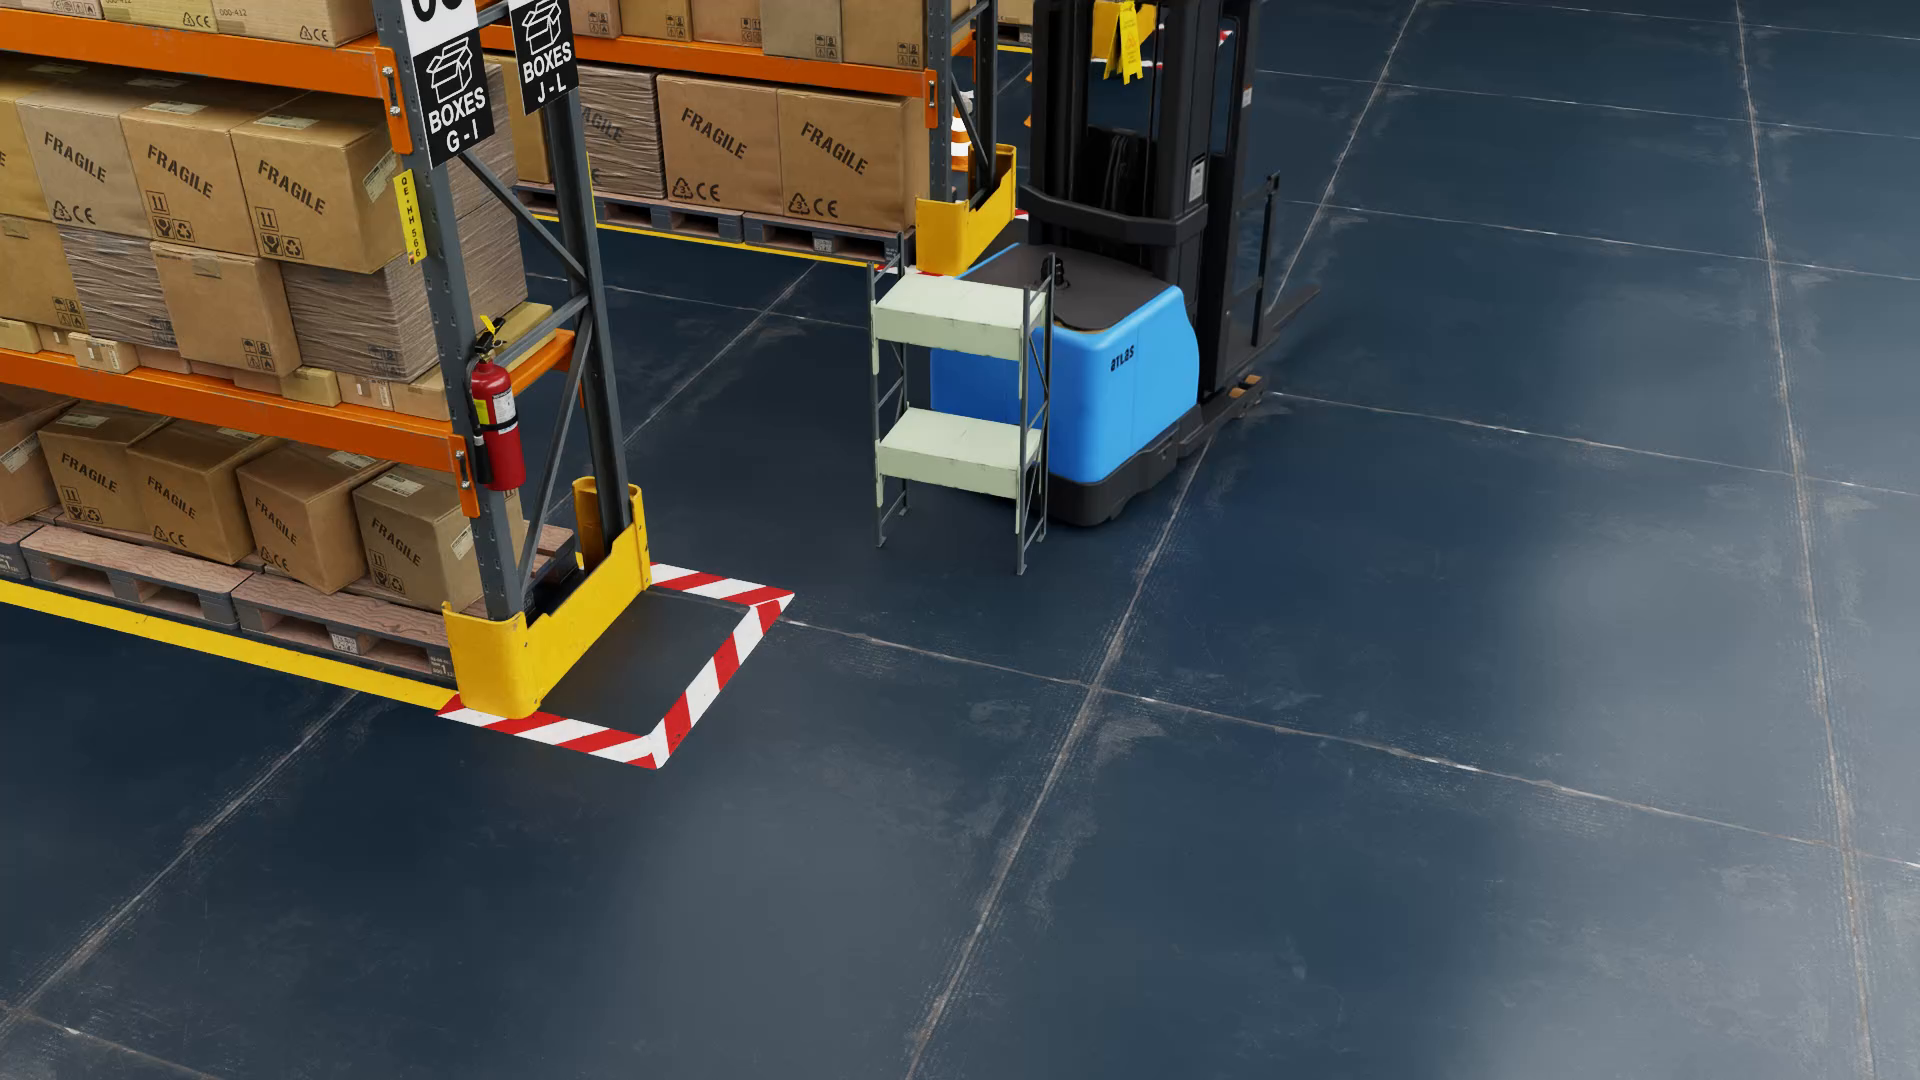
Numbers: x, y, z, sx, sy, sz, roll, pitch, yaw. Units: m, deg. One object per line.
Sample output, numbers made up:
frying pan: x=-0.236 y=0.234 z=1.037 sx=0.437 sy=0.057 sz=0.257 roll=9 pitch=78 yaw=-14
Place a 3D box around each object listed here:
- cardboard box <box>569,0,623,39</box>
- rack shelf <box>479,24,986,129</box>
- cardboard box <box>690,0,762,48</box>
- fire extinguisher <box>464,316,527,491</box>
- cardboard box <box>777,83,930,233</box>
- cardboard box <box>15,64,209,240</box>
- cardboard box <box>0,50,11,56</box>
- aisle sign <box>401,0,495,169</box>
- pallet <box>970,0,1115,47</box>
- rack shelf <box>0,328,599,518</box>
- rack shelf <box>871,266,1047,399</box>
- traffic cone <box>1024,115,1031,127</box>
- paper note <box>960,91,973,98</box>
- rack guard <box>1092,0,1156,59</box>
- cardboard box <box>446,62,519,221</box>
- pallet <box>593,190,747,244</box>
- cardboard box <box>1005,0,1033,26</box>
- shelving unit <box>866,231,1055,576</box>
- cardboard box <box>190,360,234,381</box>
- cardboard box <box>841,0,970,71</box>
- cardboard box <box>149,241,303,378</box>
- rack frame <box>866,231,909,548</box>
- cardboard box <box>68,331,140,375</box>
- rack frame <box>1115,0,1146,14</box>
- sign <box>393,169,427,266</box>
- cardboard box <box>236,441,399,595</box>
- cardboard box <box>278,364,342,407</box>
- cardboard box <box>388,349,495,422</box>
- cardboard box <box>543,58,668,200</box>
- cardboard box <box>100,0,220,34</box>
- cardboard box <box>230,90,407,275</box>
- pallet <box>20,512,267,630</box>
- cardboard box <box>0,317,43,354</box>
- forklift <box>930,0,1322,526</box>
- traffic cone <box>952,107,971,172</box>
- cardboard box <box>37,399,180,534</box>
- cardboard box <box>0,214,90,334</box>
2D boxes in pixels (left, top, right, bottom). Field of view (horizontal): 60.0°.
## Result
cardboard box: x=-2.393 y=-3.803 z=11.236 sx=0.550 sy=0.550 sz=0.875 roll=11 pitch=34 yaw=16
rack shelf: x=-1.855 y=-3.381 z=11.384 sx=4.000 sy=0.370 sz=1.077 roll=11 pitch=34 yaw=16
cardboard box: x=-1.347 y=-3.681 z=11.048 sx=0.550 sy=0.550 sz=0.875 roll=11 pitch=34 yaw=16
fire extinguisher: x=-1.789 y=-0.514 z=6.352 sx=0.183 sy=0.674 sz=0.296 roll=11 pitch=34 yaw=16
cardboard box: x=-0.633 y=-2.691 z=11.225 sx=0.875 sy=0.875 sz=0.875 roll=11 pitch=35 yaw=17
cardboard box: x=-3.285 y=-1.546 z=6.591 sx=0.500 sy=0.500 sz=0.500 roll=11 pitch=34 yaw=16
cardboard box: x=-4.227 y=-1.727 z=6.872 sx=0.500 sy=0.500 sz=0.500 roll=11 pitch=34 yaw=16
aisle sign: x=-1.784 y=-1.731 z=5.768 sx=0.004 sy=0.787 sz=0.394 roll=11 pitch=34 yaw=16
pallet: x=0.778 y=-4.872 z=15.602 sx=1.213 sy=0.211 sz=1.003 roll=11 pitch=34 yaw=16
rack shelf: x=-3.624 y=-0.867 z=7.490 sx=4.000 sy=0.370 sz=1.077 roll=11 pitch=34 yaw=16
rack shelf: x=0.006 y=-0.957 z=7.630 sx=0.720 sy=0.370 sz=0.431 roll=11 pitch=34 yaw=16
traffic cone: x=0.708 y=-3.588 z=13.381 sx=0.334 sy=0.463 sz=0.336 roll=11 pitch=34 yaw=16
paper note: x=0.041 y=-3.772 z=14.065 sx=0.142 sy=0.019 sz=0.148 roll=0 pitch=33 yaw=0
rack guard: x=1.531 y=-4.827 z=15.265 sx=0.348 sy=0.500 sz=1.175 roll=11 pitch=34 yaw=16
cardboard box: x=-2.167 y=-1.630 z=6.721 sx=0.500 sy=0.500 sz=0.500 roll=11 pitch=34 yaw=16
pallet: x=-1.896 y=-2.476 z=11.891 sx=1.213 sy=0.211 sz=1.003 roll=11 pitch=34 yaw=16
cardboard box: x=0.728 y=-4.899 z=15.221 sx=0.500 sy=0.250 sz=0.500 roll=11 pitch=34 yaw=16
shelving unit: x=0.006 y=-0.629 z=7.841 sx=0.755 sy=1.500 sz=0.431 roll=11 pitch=34 yaw=16
cardboard box: x=-3.018 y=-0.830 z=7.002 sx=0.250 sy=0.149 sz=0.380 roll=11 pitch=34 yaw=16
cardboard box: x=-0.337 y=-3.425 z=10.651 sx=0.550 sy=0.550 sz=0.875 roll=11 pitch=34 yaw=16
cardboard box: x=-2.761 y=-1.115 z=6.845 sx=0.500 sy=0.500 sz=0.875 roll=11 pitch=34 yaw=16
rack frame: x=-0.338 y=-0.696 z=7.945 sx=0.023 sy=1.500 sz=0.400 roll=11 pitch=34 yaw=16
cardboard box: x=-3.527 y=-0.865 z=7.056 sx=0.250 sy=0.149 sz=0.380 roll=11 pitch=34 yaw=16
rack frame: x=1.602 y=-5.863 z=14.566 sx=0.127 sy=3.000 sz=1.000 roll=11 pitch=34 yaw=16
sign: x=-1.947 y=-1.142 z=5.895 sx=0.005 sy=0.325 sz=0.100 roll=11 pitch=34 yaw=16
cardboard box: x=-2.898 y=-0.144 z=7.625 sx=0.500 sy=0.500 sz=0.500 roll=21 pitch=38 yaw=29
cardboard box: x=-2.567 y=-0.710 z=6.815 sx=0.250 sy=0.149 sz=0.380 roll=11 pitch=34 yaw=16
cardboard box: x=-2.079 y=-0.644 z=6.714 sx=0.250 sy=0.149 sz=0.380 roll=11 pitch=34 yaw=16
cardboard box: x=-2.320 y=-3.019 z=11.732 sx=0.875 sy=0.875 sz=0.875 roll=11 pitch=35 yaw=17
cardboard box: x=-2.752 y=-2.049 z=6.030 sx=0.500 sy=0.250 sz=0.500 roll=11 pitch=35 yaw=17
cardboard box: x=-2.342 y=-1.364 z=6.310 sx=0.500 sy=0.500 sz=0.500 roll=11 pitch=34 yaw=16
pallet: x=-3.710 y=-0.036 z=8.112 sx=1.213 sy=0.211 sz=1.003 roll=11 pitch=34 yaw=16
cardboard box: x=-3.989 y=-0.969 z=7.217 sx=0.250 sy=0.149 sz=0.380 roll=11 pitch=34 yaw=16
forklift: x=1.094 y=-2.052 z=8.726 sx=1.130 sy=2.935 sz=3.031 roll=21 pitch=38 yaw=29
traffic cone: x=0.006 y=-3.074 z=12.584 sx=0.334 sy=0.463 sz=0.336 roll=11 pitch=34 yaw=16
cardboard box: x=-3.991 y=-0.393 z=8.011 sx=0.500 sy=0.500 sz=0.500 roll=8 pitch=34 yaw=12
cardboard box: x=-3.684 y=-1.326 z=7.172 sx=0.500 sy=0.500 sz=0.875 roll=11 pitch=34 yaw=16
